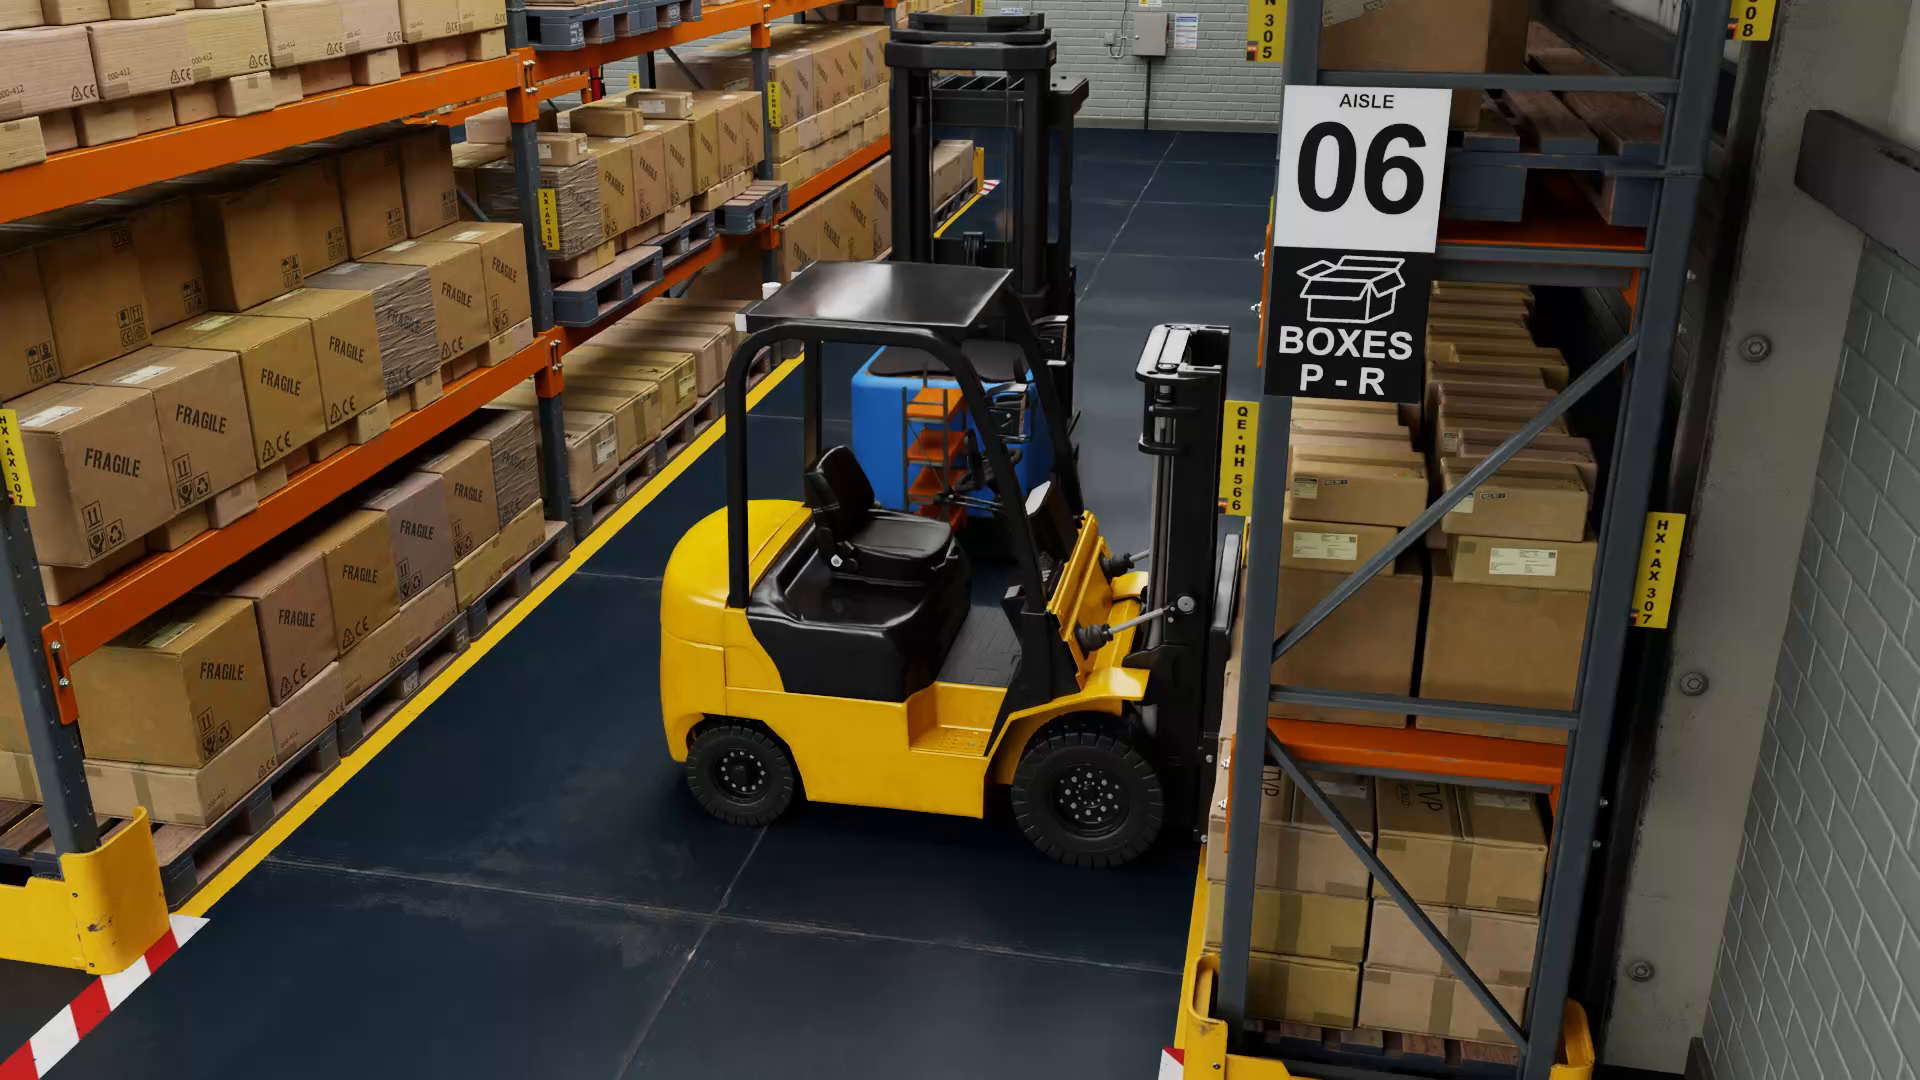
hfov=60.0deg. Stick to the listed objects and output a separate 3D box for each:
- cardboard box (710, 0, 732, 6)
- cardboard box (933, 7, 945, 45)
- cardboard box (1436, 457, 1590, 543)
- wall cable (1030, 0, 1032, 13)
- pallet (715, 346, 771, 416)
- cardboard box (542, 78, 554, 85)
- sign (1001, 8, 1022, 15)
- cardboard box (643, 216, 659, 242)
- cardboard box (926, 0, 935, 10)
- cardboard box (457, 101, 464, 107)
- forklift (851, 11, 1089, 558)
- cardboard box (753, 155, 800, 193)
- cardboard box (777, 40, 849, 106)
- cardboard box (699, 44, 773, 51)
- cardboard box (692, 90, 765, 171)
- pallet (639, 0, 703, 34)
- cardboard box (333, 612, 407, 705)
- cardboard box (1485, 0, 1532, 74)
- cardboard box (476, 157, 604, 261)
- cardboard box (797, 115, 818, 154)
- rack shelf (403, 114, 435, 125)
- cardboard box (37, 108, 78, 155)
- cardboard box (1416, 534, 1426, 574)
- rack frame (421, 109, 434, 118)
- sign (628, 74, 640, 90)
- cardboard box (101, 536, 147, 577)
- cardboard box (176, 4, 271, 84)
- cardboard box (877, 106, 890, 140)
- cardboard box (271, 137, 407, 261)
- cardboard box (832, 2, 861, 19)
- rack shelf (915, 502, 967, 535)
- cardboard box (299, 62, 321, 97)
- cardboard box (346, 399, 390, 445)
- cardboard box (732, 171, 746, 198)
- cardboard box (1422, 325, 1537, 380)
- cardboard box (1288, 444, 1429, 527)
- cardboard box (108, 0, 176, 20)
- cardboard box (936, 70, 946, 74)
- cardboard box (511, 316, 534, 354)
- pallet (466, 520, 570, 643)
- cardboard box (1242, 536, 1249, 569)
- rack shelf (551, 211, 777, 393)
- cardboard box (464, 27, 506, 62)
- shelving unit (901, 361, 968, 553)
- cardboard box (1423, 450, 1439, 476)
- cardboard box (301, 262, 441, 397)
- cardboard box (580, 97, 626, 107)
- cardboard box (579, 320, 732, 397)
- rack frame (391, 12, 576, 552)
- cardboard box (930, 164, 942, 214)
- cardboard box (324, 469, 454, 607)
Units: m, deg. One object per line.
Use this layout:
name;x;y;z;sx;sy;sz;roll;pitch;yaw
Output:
cardboard box;-1.841;-3.881;11.796;0.380;0.149;0.250;4;22;11
cardboard box;-0.459;-5.513;18.054;0.500;0.500;0.500;4;22;11
cardboard box;1.566;-0.118;4.731;0.380;0.149;0.250;4;22;10
wall cable;0.821;-8.305;25.056;0.585;1.953;0.123;4;22;11
pallet;-2.100;-1.250;12.674;1.003;0.211;1.213;4;22;11
cardboard box;-5.116;-5.562;19.984;0.380;0.149;0.250;5;22;12
sign;0.786;-7.970;25.266;0.327;0.218;0.001;4;22;11
cardboard box;-2.145;-2.004;10.588;0.380;0.149;0.250;5;22;11
cardboard box;-0.475;-5.754;17.785;0.380;0.149;0.250;5;22;11
cardboard box;-5.628;-4.796;18.083;0.380;0.149;0.250;3;22;9
forklift;0.177;-1.774;10.335;1.130;2.935;3.031;4;22;11
cardboard box;-1.593;-2.919;13.287;0.500;0.250;0.500;4;22;10
cardboard box;-1.280;-4.055;14.435;0.500;0.500;0.500;5;22;12
cardboard box;-1.885;-3.918;14.093;0.500;0.500;0.500;4;22;11
cardboard box;-1.760;-3.021;12.245;0.500;0.500;0.500;4;22;9
pallet;-2.317;-3.268;10.188;1.213;0.211;1.003;4;22;11
cardboard box;-2.926;0.517;7.673;0.500;0.250;0.500;6;23;15
cardboard box;1.447;-1.753;5.345;0.700;0.500;0.500;5;22;11
cardboard box;-2.379;-1.895;9.449;0.500;0.500;0.500;5;22;12
cardboard box;-1.488;-3.347;13.680;0.500;0.250;0.500;5;22;12
rack shelf;-6.398;-3.567;15.658;1.077;0.370;4.000;4;22;11
cardboard box;-3.220;-1.377;5.580;0.380;0.149;0.250;4;22;9
cardboard box;1.746;0.075;5.518;0.500;0.500;0.500;5;23;13
rack frame;-5.990;-4.632;17.340;1.000;3.000;0.127;4;22;11
sign;-2.483;-3.407;12.748;0.100;0.325;0.005;4;22;11
cardboard box;-3.262;0.011;6.146;0.380;0.149;0.250;5;22;12
cardboard box;-3.015;-1.901;6.346;0.500;0.250;0.500;5;22;12
cardboard box;-0.968;-4.039;16.068;0.500;0.250;0.500;4;22;10
cardboard box;-3.183;-1.685;8.151;0.700;0.500;0.500;5;22;11
cardboard box;-1.212;-5.328;16.727;0.380;0.149;0.250;5;22;12
rack shelf;-0.133;-0.069;9.131;0.258;0.148;0.480;4;22;11
cardboard box;-2.930;-1.944;6.987;0.380;0.149;0.250;4;22;10
cardboard box;-2.825;-0.549;7.537;0.380;0.149;0.250;5;22;11
cardboard box;-1.767;-2.570;11.994;0.380;0.149;0.250;4;22;10
cardboard box;1.910;-0.681;6.130;0.380;0.149;0.250;5;22;11
cardboard box;1.155;-0.158;4.832;0.380;0.149;0.250;5;22;11
cardboard box;-3.028;-1.929;5.881;0.380;0.149;0.250;4;22;11
cardboard box;-0.451;-5.043;18.227;0.500;0.500;0.500;5;22;13
cardboard box;-2.523;-1.109;8.928;0.380;0.149;0.250;4;22;10
pallet;-2.858;0.176;9.135;1.003;0.211;1.213;4;22;11
cardboard box;1.494;0.150;7.246;0.500;0.250;0.500;5;23;13
rack shelf;-2.347;-1.764;11.181;1.077;0.370;4.000;4;22;11
cardboard box;-2.521;-2.502;8.372;0.380;0.149;0.250;5;22;11
shelving unit;-0.133;-0.316;9.032;0.258;1.200;0.503;4;22;11
cardboard box;1.658;-0.165;5.246;0.380;0.149;0.250;4;22;10
cardboard box;-2.802;-0.990;7.765;0.500;0.500;0.500;5;22;12
cardboard box;-2.357;-2.870;11.871;0.500;0.500;0.500;6;23;14
cardboard box;-2.207;-1.328;12.092;0.950;0.372;0.625;4;22;10
rack frame;-2.755;-1.366;9.230;1.000;3.000;0.127;4;22;11
cardboard box;-0.708;-3.847;18.258;0.875;0.438;0.875;4;22;9
cardboard box;-2.819;-0.024;8.012;0.500;0.500;0.500;6;23;14
